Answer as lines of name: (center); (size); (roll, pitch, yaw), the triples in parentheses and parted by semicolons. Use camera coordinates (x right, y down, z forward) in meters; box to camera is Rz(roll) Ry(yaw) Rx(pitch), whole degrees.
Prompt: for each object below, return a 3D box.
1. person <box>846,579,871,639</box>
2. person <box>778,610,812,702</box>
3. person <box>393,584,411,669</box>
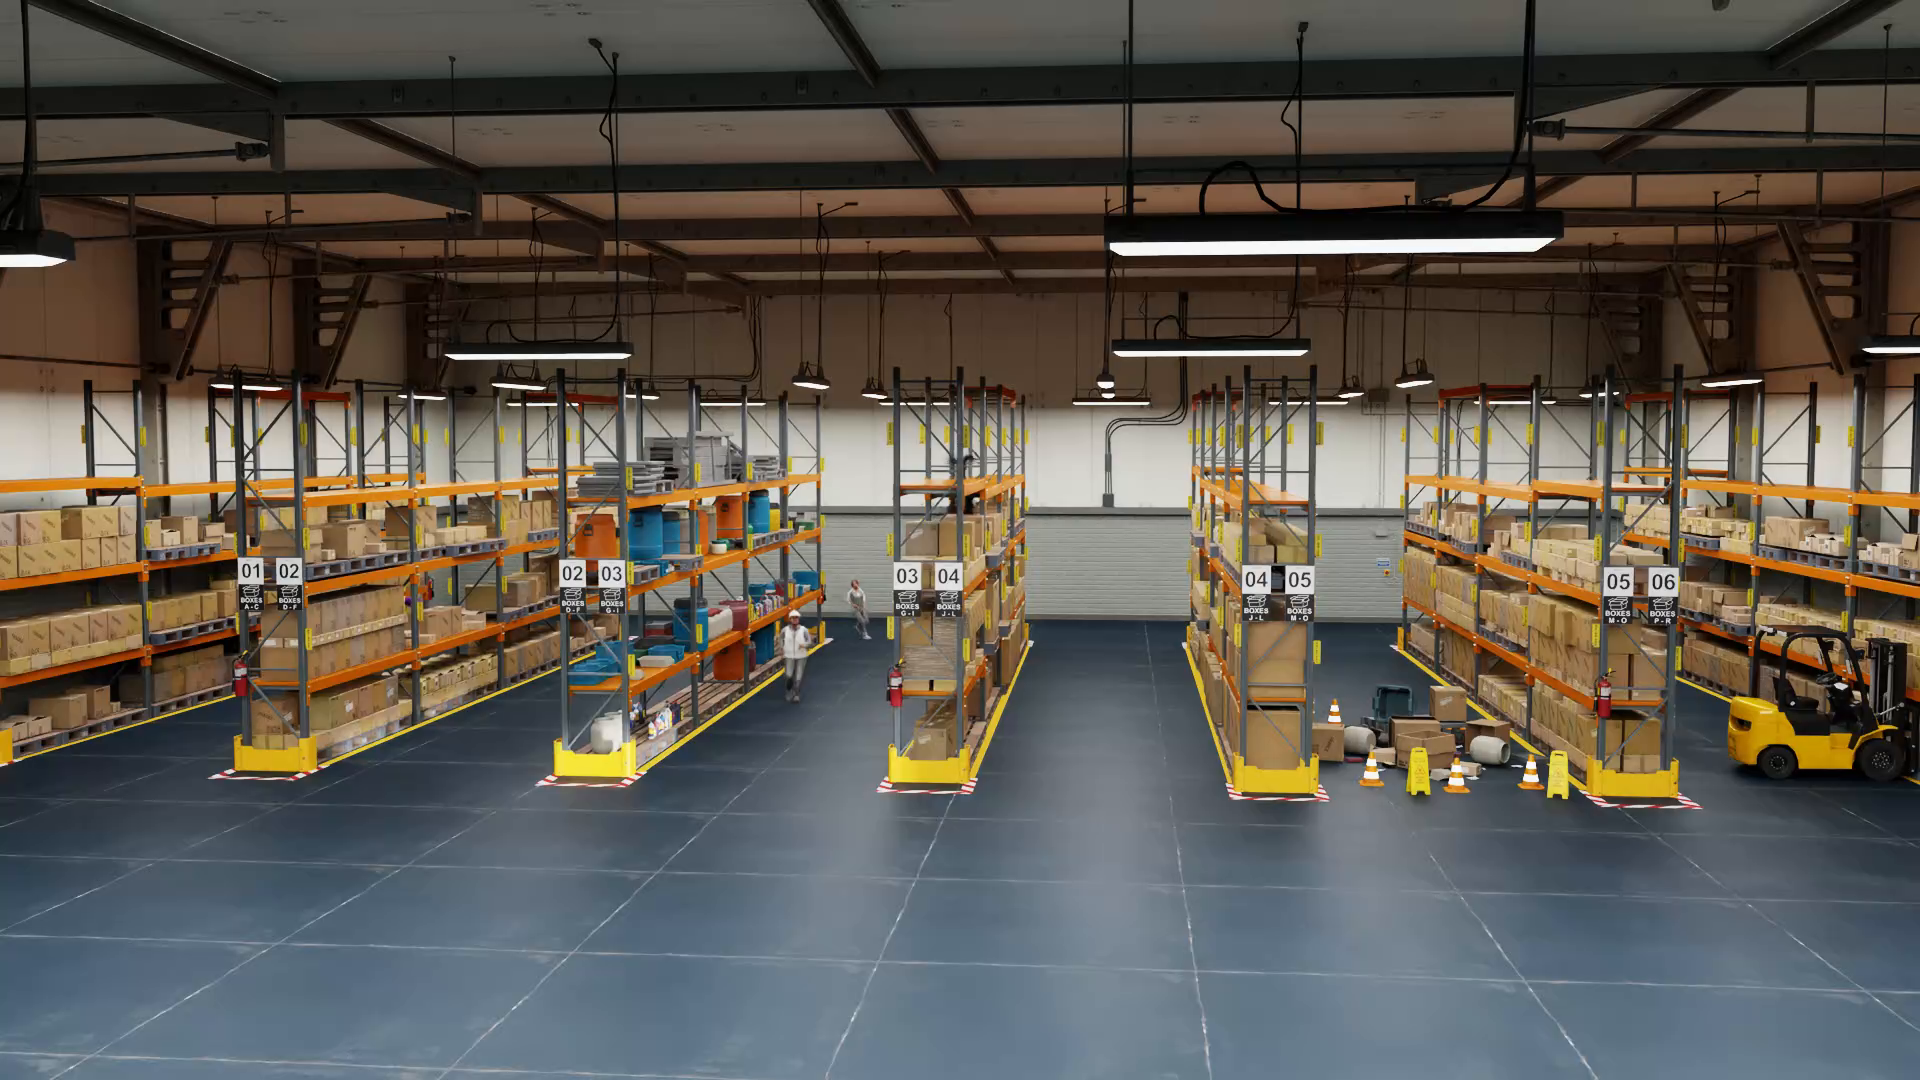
person: (-2.545, 1.704, 40.996); (0.609, 1.505, 0.563); (-3, 4, -37)
person: (-3.100, 2.184, 31.133); (0.651, 1.729, 0.647); (0, 4, -1)
person: (-12.265, 1.863, 36.237); (0.658, 1.823, 0.872); (0, 4, 4)
